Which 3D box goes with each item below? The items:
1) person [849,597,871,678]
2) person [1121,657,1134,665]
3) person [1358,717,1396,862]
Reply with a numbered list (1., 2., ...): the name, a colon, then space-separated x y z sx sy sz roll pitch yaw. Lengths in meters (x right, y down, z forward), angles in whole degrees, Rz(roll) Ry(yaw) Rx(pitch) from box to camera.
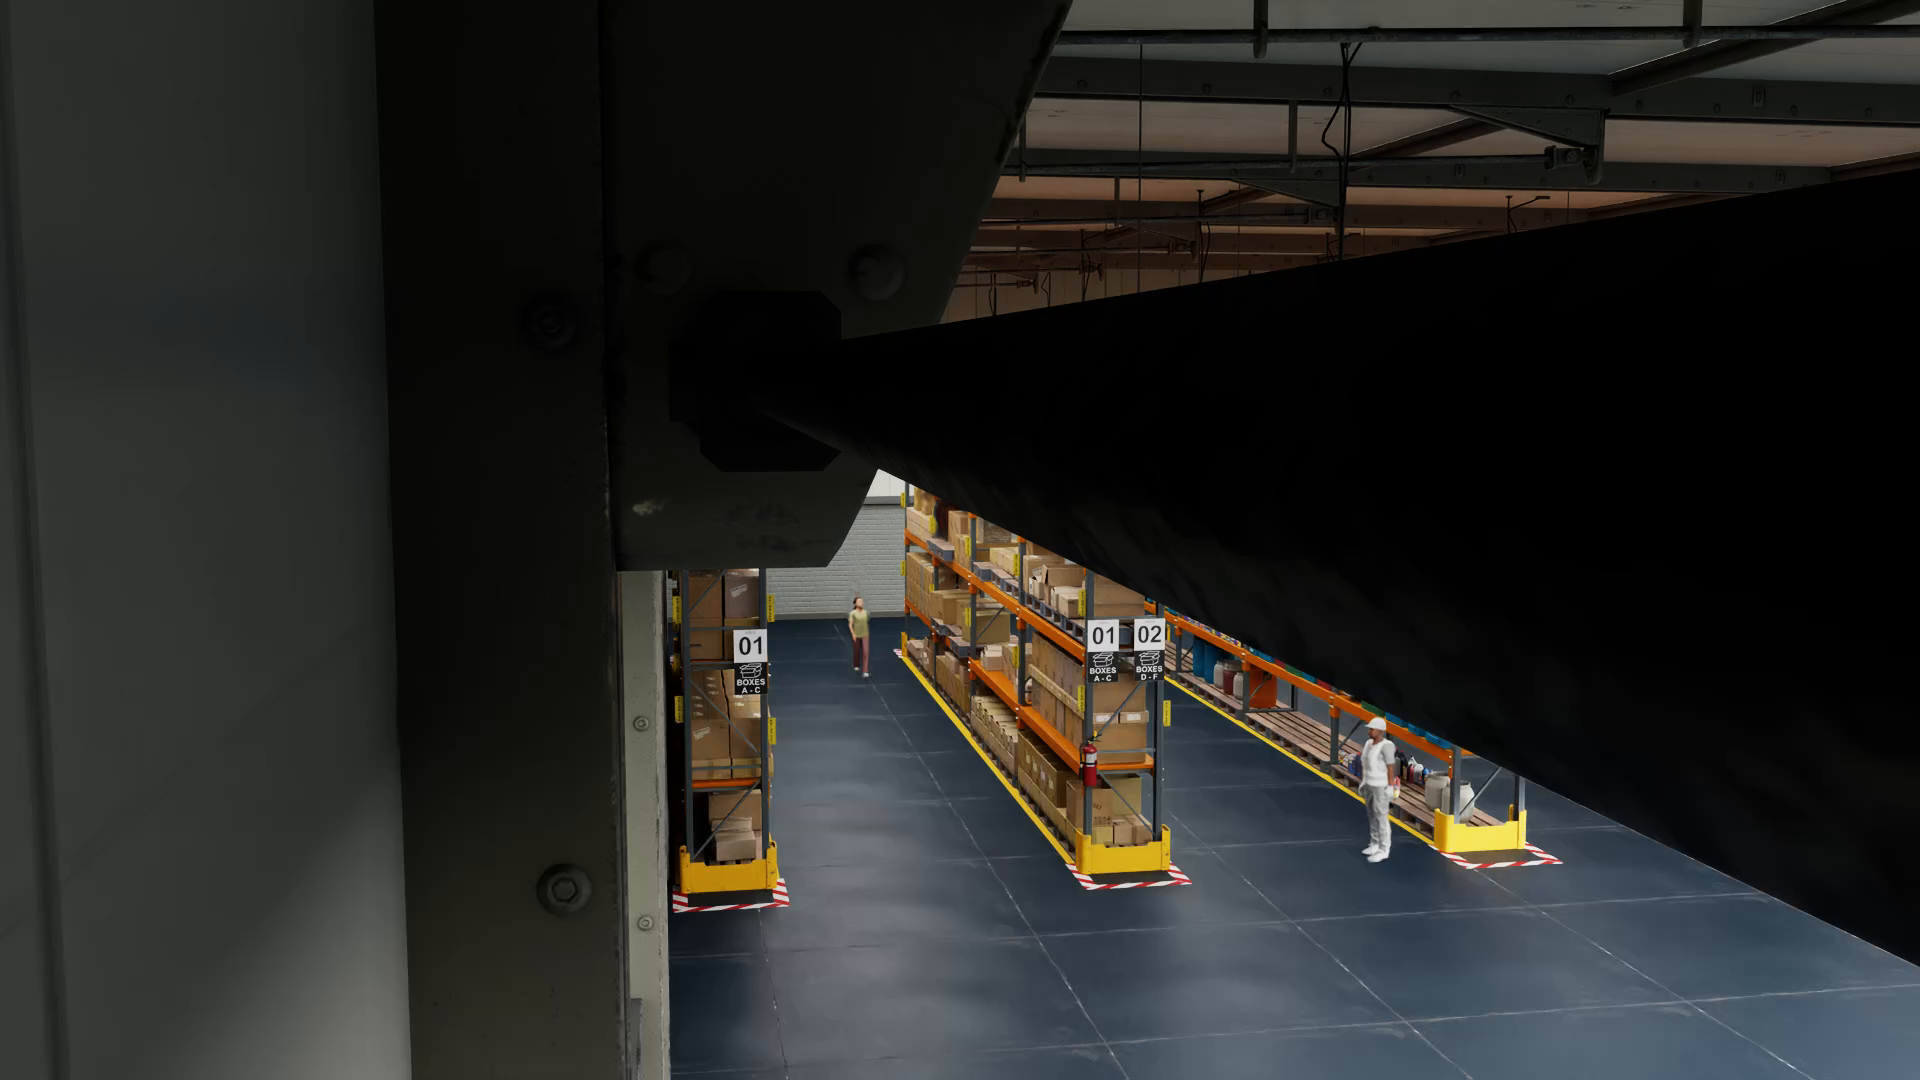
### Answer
1. person: -2.043 1.972 33.871 0.456 1.610 1.013 -1 6 -6
2. person: 3.274 1.934 33.505 0.621 1.762 0.537 0 6 -1
3. person: 5.373 3.203 21.565 0.451 1.791 0.654 -2 6 -17
